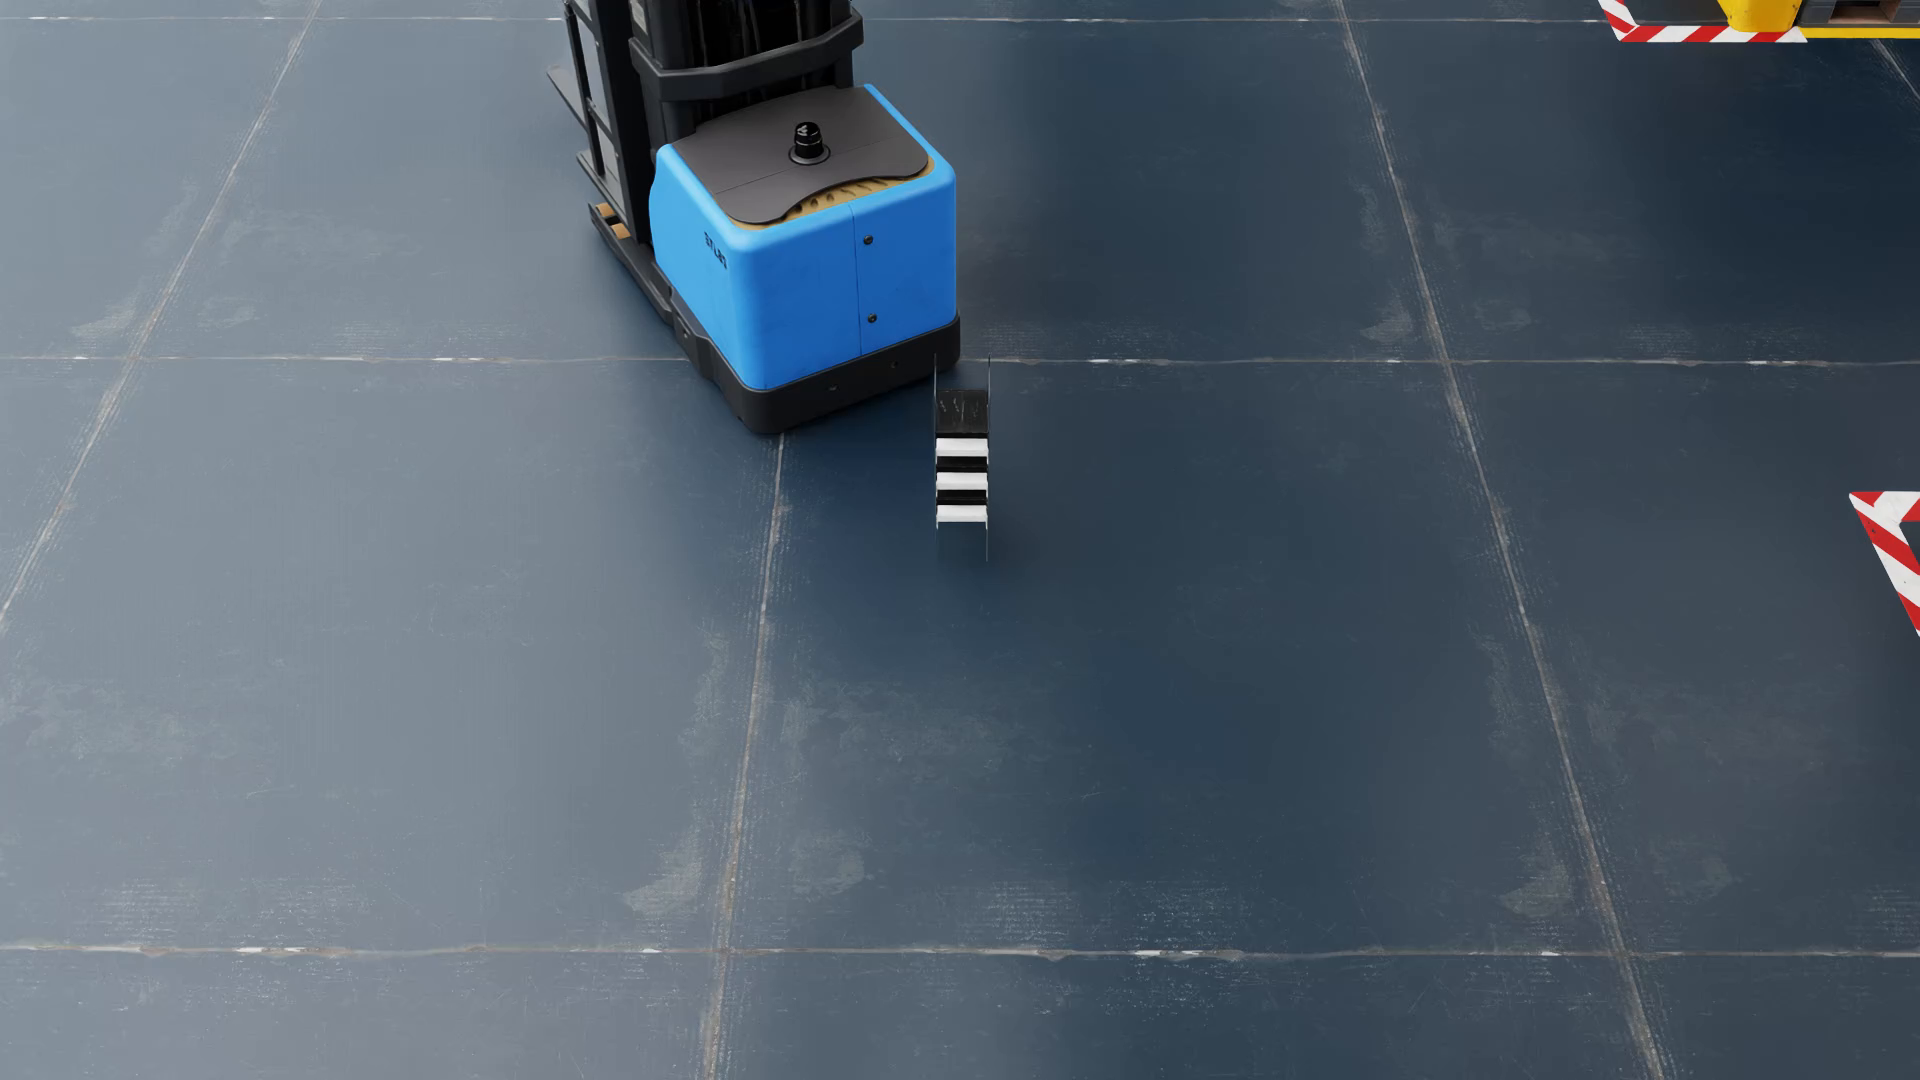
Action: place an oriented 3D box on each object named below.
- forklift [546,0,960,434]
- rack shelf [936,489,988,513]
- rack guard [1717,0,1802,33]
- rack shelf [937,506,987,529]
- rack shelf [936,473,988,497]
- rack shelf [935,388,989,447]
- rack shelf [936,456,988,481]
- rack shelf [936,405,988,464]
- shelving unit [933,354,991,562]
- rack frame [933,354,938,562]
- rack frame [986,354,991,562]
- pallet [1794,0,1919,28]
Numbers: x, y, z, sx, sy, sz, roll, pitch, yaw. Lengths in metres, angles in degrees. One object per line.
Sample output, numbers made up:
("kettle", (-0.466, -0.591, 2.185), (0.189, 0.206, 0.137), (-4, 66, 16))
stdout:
("forklift", (-1.168, -2.531, 7.184), (1.130, 2.935, 3.031), (-23, 51, -20))
("rack shelf", (0.008, -0.223, 6.592), (0.200, 0.077, 0.258), (0, 47, 0))
("rack guard", (4.617, -3.512, 9.758), (0.348, 0.500, 1.175), (0, 47, 0))
("rack shelf", (0.008, -0.161, 6.658), (0.200, 0.077, 0.258), (0, 47, 0))
("rack shelf", (0.008, -0.284, 6.526), (0.200, 0.077, 0.258), (0, 47, 0))
("rack shelf", (0.008, -0.468, 6.328), (0.200, 0.077, 0.258), (0, 47, 0))
("rack shelf", (0.008, -0.345, 6.460), (0.200, 0.077, 0.258), (0, 47, 0))
("rack shelf", (0.008, -0.406, 6.394), (0.200, 0.077, 0.258), (0, 47, 0))
("shelving unit", (0.008, -0.307, 6.501), (0.210, 0.900, 0.258), (0, 47, 0))
("rack frame", (-0.094, -0.307, 6.502), (0.006, 0.900, 0.240), (0, 47, 0))
("rack frame", (0.110, -0.306, 6.501), (0.006, 0.900, 0.240), (0, 47, 0))
("pallet", (5.429, -3.385, 9.838), (1.213, 0.211, 1.003), (0, 47, 0))
